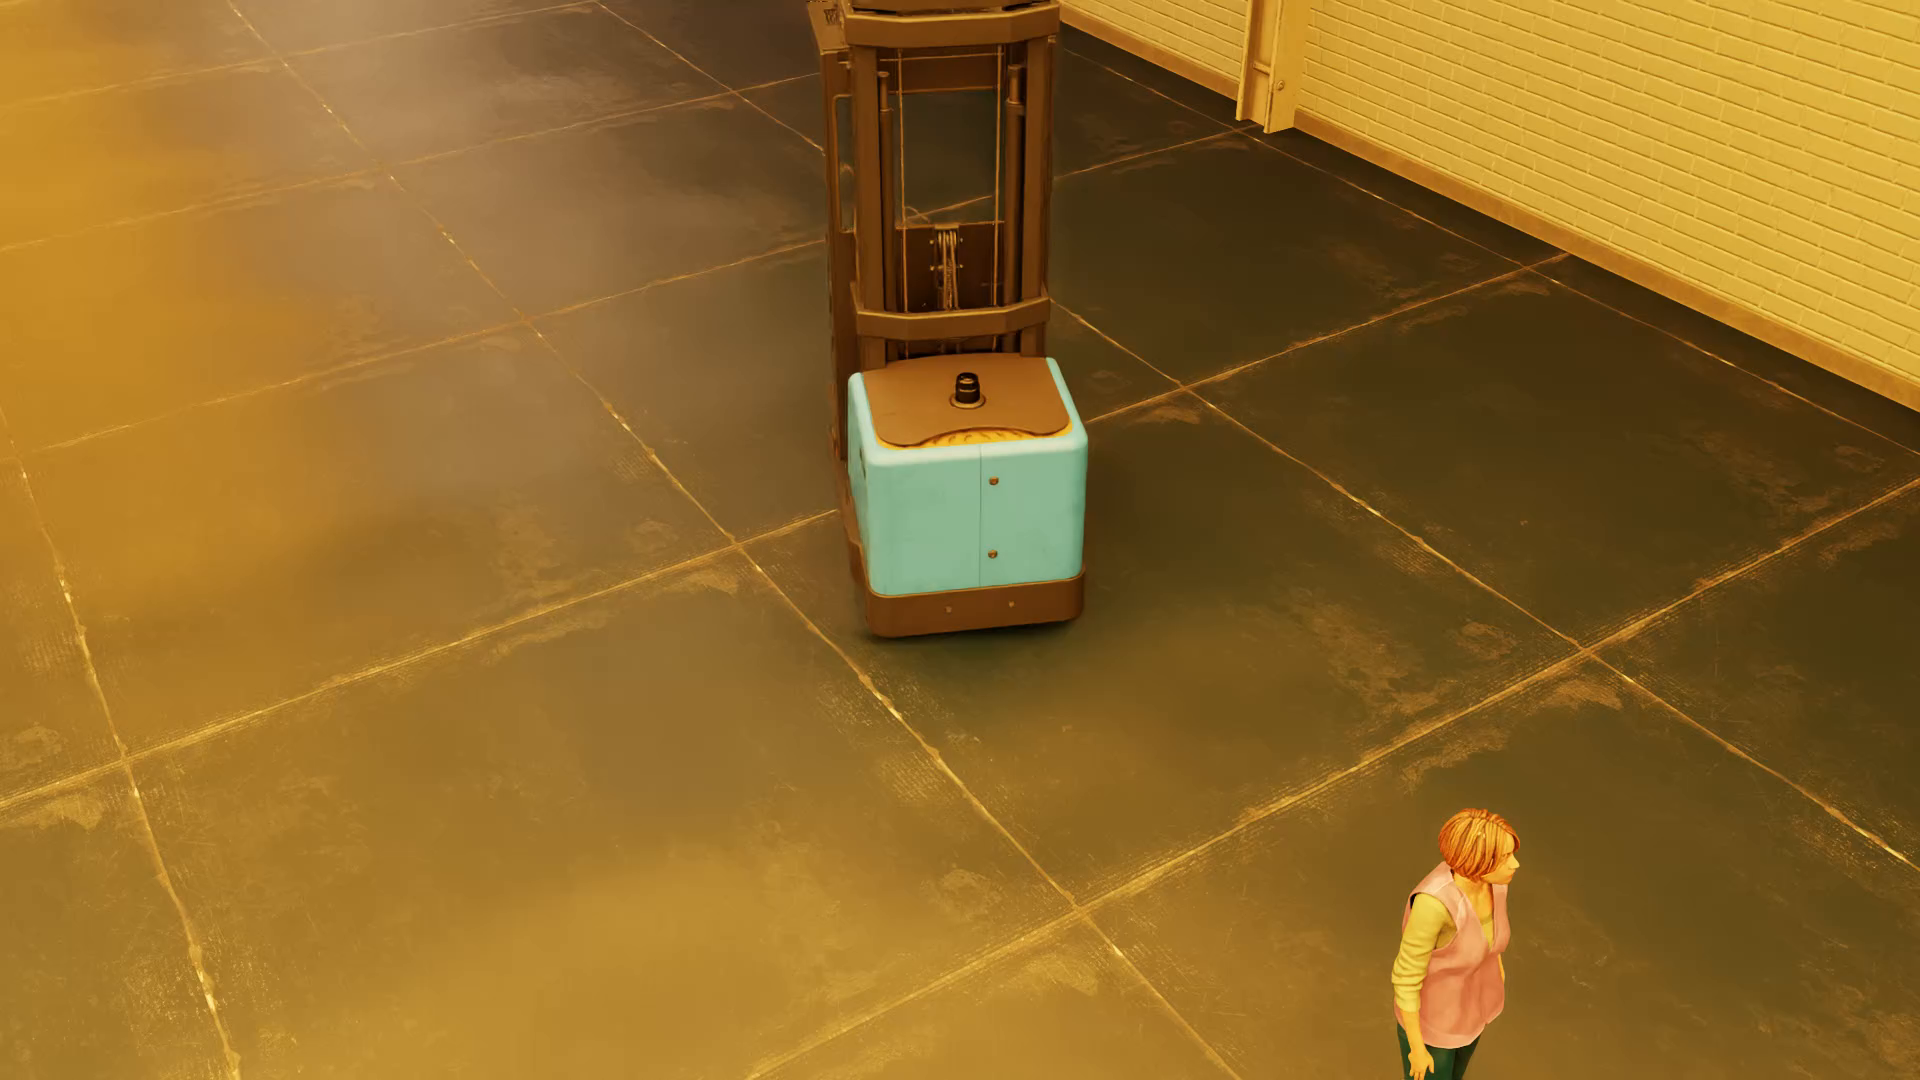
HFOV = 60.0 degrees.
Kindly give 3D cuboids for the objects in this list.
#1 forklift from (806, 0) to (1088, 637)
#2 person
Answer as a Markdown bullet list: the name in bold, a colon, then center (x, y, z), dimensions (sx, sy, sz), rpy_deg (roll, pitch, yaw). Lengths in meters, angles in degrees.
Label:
- **forklift**: center (-0.143, -1.575, 8.389), dimensions (1.130, 2.935, 3.031), rpy_deg (-5, 35, -7)
- **person**: center (1.562, 1.512, 5.143), dimensions (0.520, 1.597, 0.475), rpy_deg (-28, 44, -34)
